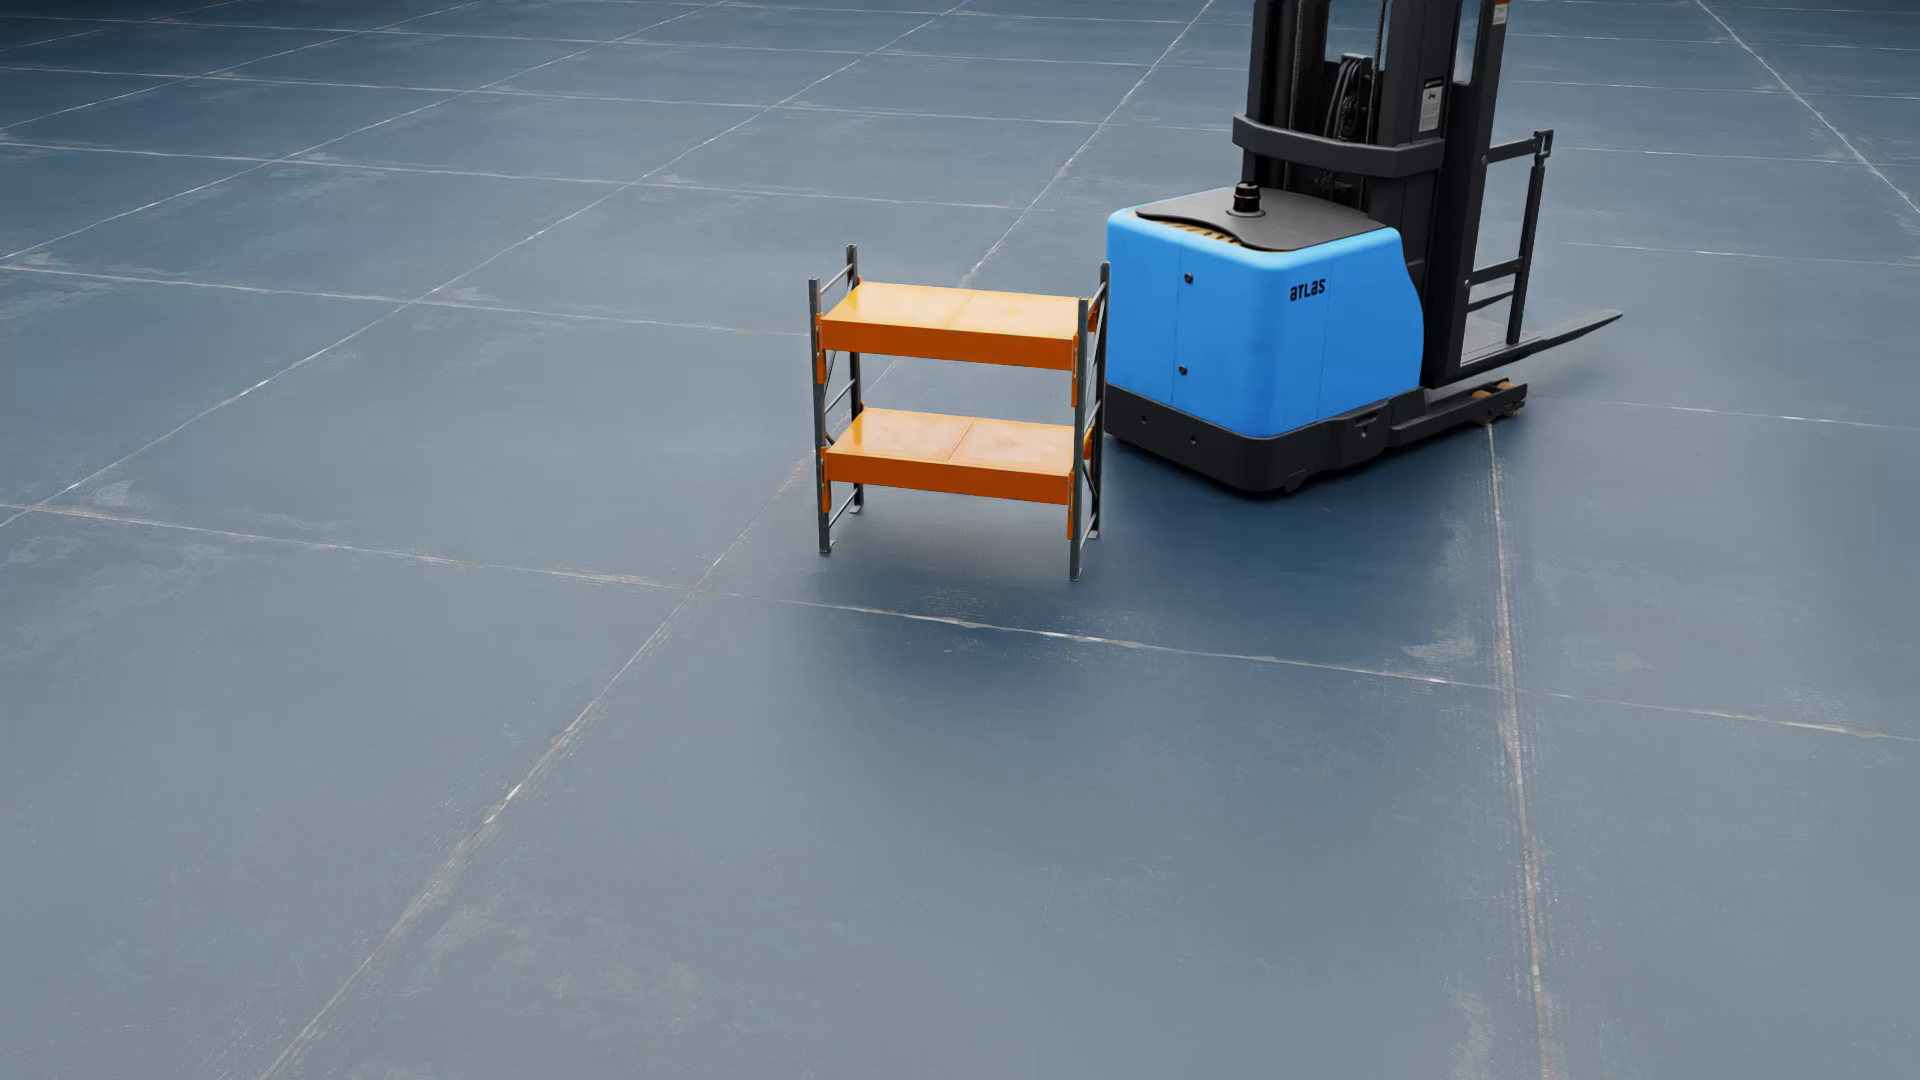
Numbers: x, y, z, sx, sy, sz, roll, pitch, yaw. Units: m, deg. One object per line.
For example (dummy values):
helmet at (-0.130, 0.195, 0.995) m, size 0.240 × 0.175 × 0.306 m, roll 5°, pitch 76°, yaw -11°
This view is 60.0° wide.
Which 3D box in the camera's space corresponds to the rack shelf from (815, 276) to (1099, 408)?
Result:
rack shelf at (0.007, -0.771, 6.381) m, size 1.000 × 0.278 × 0.538 m, roll 6°, pitch 26°, yaw 13°

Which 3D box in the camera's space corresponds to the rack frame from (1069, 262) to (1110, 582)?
rack frame at (0.499, -0.453, 6.392) m, size 0.032 × 1.125 × 0.500 m, roll 6°, pitch 26°, yaw 13°

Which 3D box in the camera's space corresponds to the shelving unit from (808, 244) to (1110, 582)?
shelving unit at (0.007, -0.507, 6.507) m, size 1.048 × 1.125 × 0.538 m, roll 6°, pitch 26°, yaw 13°

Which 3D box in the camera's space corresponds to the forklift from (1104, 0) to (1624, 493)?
forklift at (2.097, -2.023, 7.590) m, size 3.031 × 2.935 × 1.130 m, roll -19°, pitch 31°, yaw -34°

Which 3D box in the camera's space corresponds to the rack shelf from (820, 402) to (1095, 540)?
rack shelf at (0.007, -0.286, 6.612) m, size 1.000 × 0.278 × 0.538 m, roll 6°, pitch 26°, yaw 13°

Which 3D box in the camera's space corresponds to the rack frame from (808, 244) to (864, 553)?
rack frame at (-0.486, -0.562, 6.621) m, size 0.032 × 1.125 × 0.500 m, roll 6°, pitch 26°, yaw 13°
